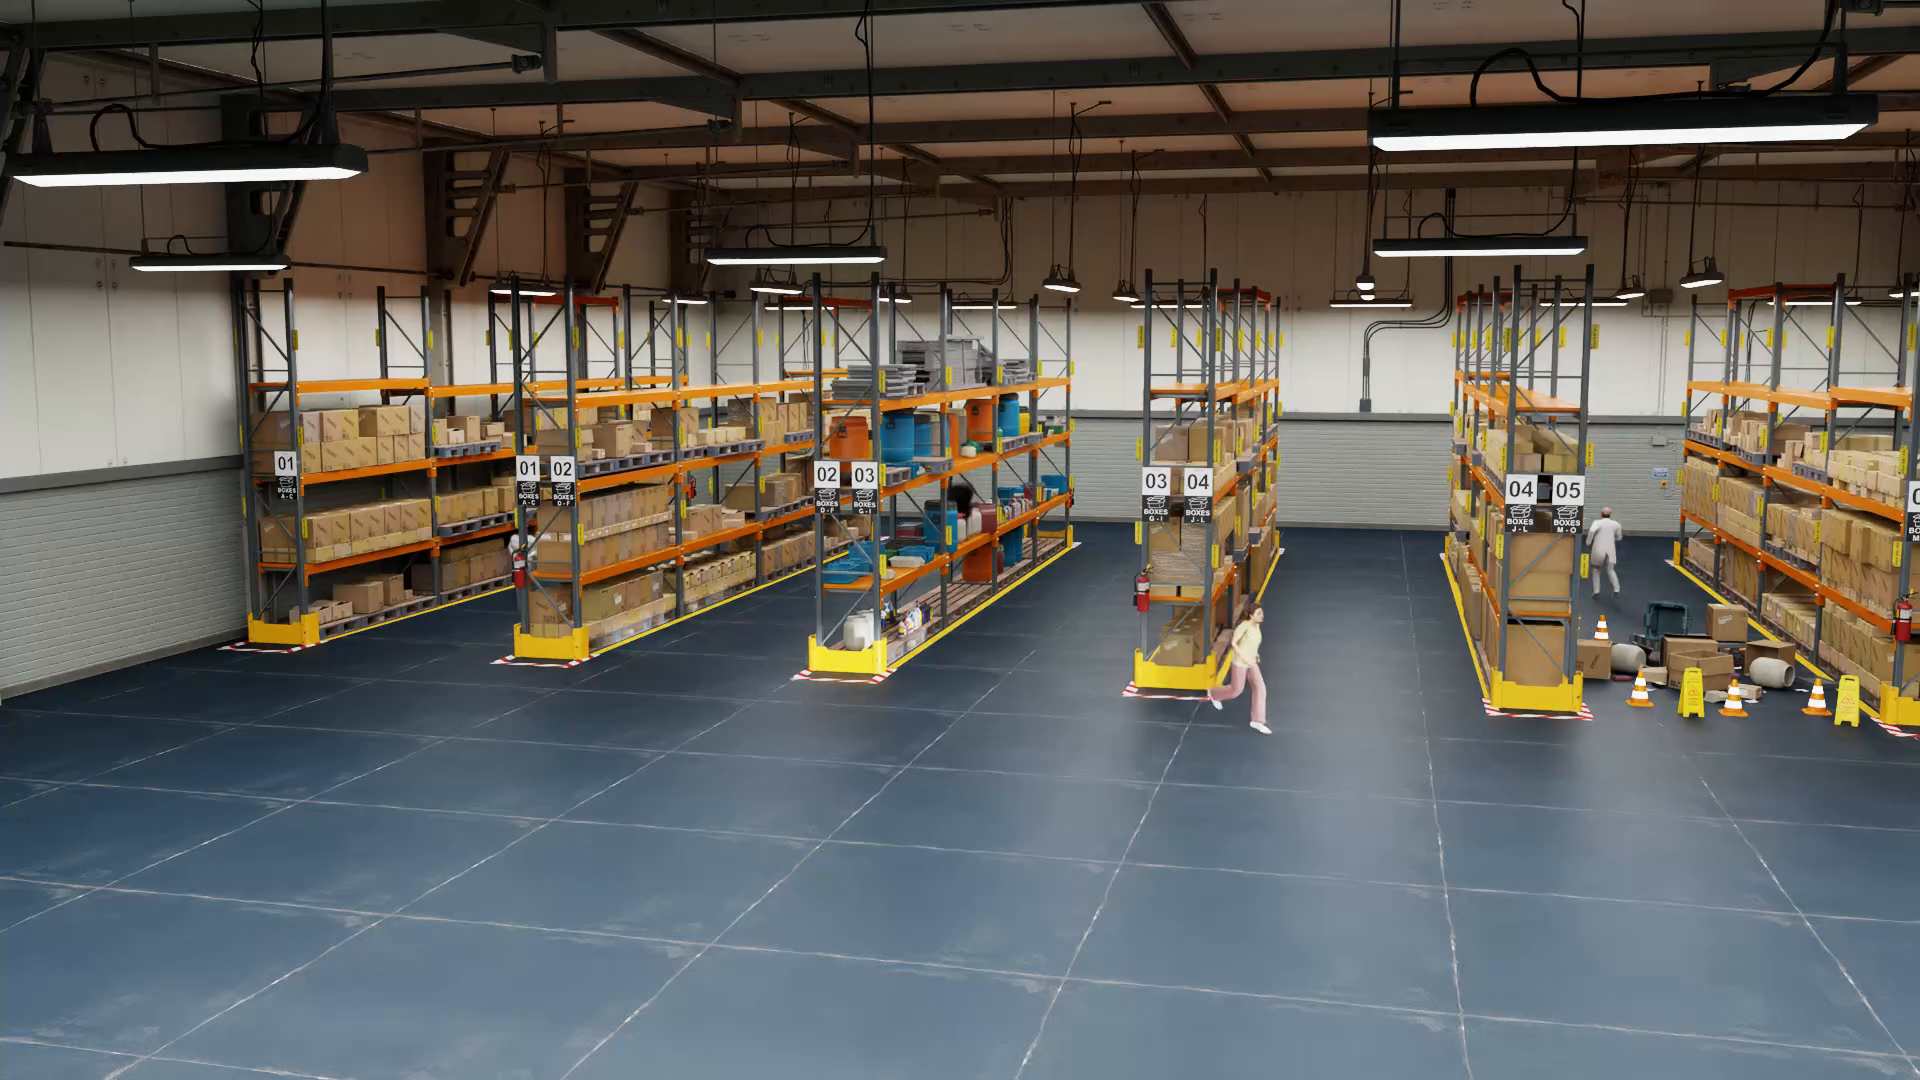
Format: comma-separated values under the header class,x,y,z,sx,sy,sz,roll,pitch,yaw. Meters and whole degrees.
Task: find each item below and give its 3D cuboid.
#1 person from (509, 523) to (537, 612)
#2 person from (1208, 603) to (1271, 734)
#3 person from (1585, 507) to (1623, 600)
class,x,y,z,sx,sy,sz,roll,pitch,yaw
person,-8.119,0.488,30.941,0.546,1.734,0.833,-1,7,-10
person,3.650,1.629,21.575,0.581,1.661,1.016,-6,9,-42
person,12.393,0.296,31.985,0.727,1.819,1.002,1,7,7
